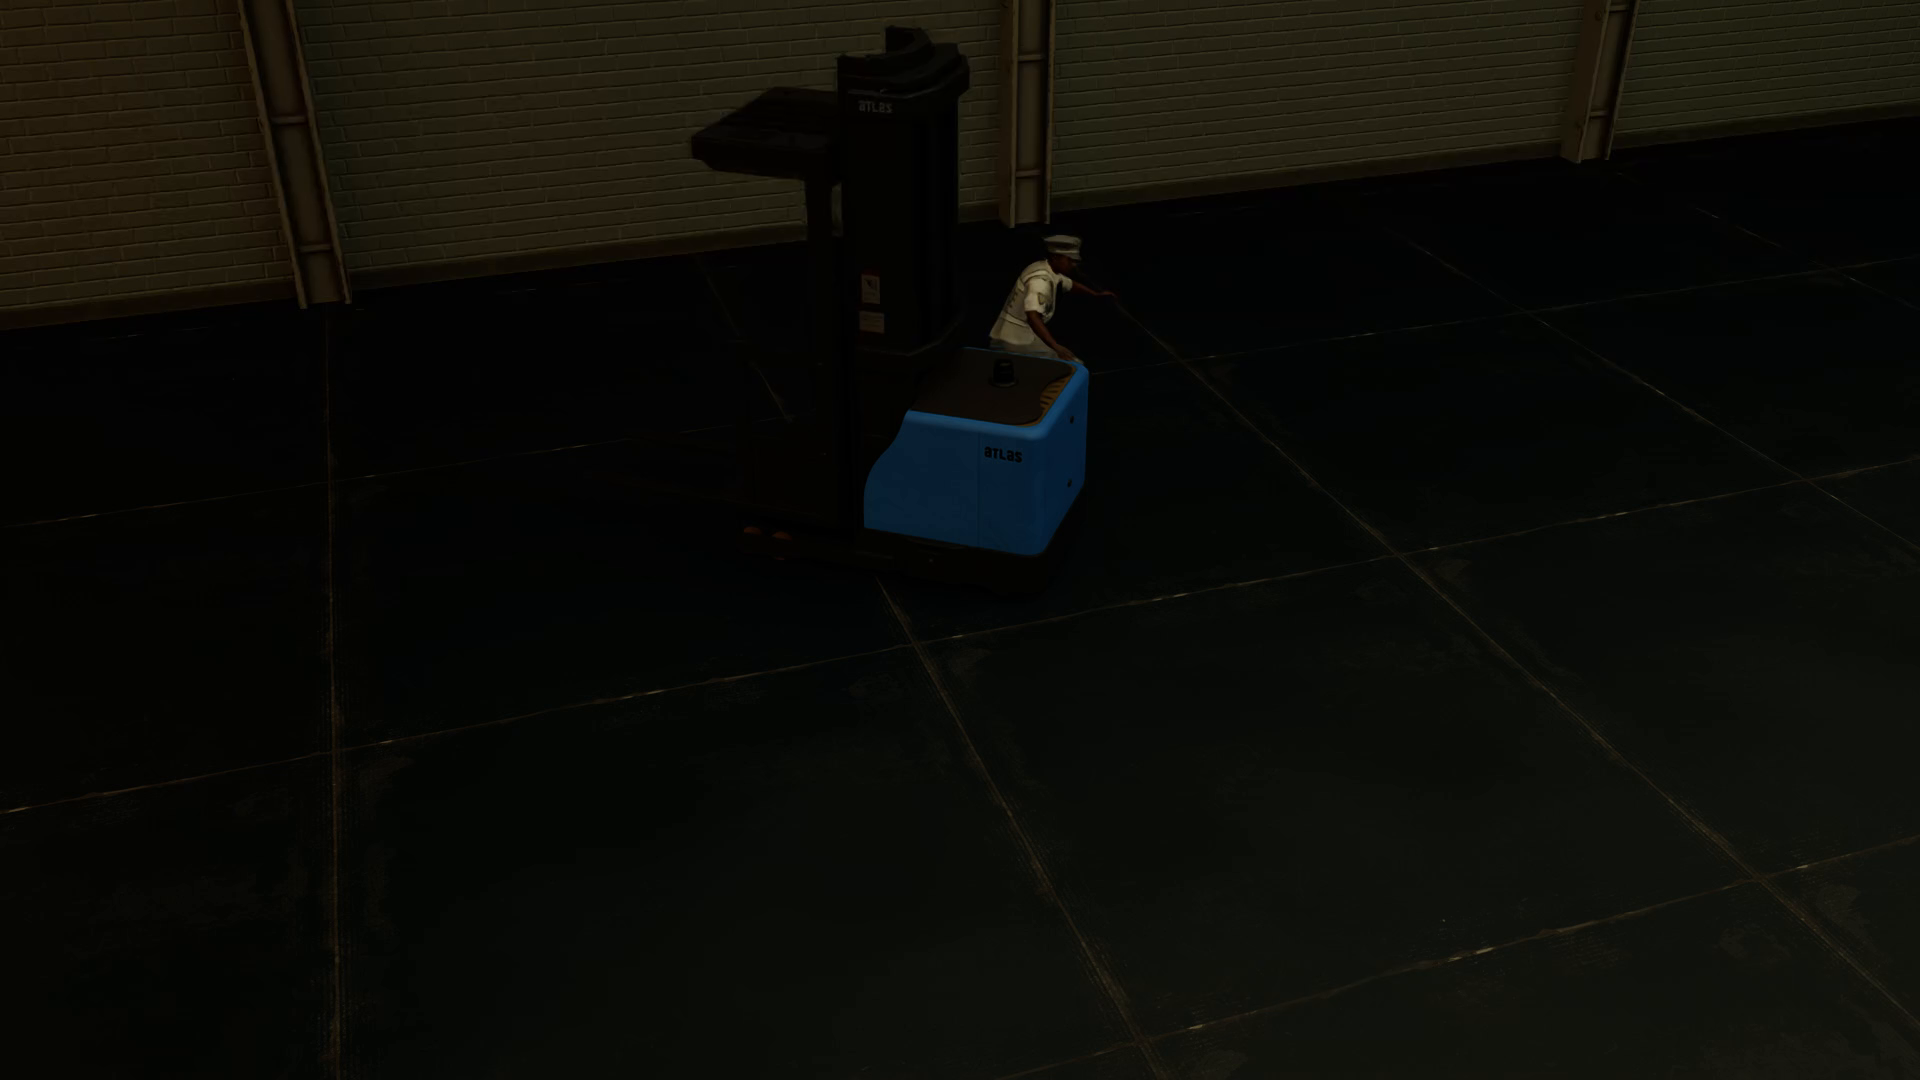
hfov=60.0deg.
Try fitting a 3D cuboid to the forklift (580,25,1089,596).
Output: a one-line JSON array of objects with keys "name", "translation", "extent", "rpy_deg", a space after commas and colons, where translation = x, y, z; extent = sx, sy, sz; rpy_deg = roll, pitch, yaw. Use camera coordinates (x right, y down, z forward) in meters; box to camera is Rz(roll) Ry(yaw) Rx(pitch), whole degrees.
[{"name": "forklift", "translation": [-0.810, -1.387, 9.497], "extent": [3.031, 2.935, 1.130], "rpy_deg": [10, 31, 17]}]

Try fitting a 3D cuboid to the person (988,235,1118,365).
[{"name": "person", "translation": [0.625, -1.232, 10.760], "extent": [0.848, 1.426, 0.899], "rpy_deg": [-5, 30, -8]}]
